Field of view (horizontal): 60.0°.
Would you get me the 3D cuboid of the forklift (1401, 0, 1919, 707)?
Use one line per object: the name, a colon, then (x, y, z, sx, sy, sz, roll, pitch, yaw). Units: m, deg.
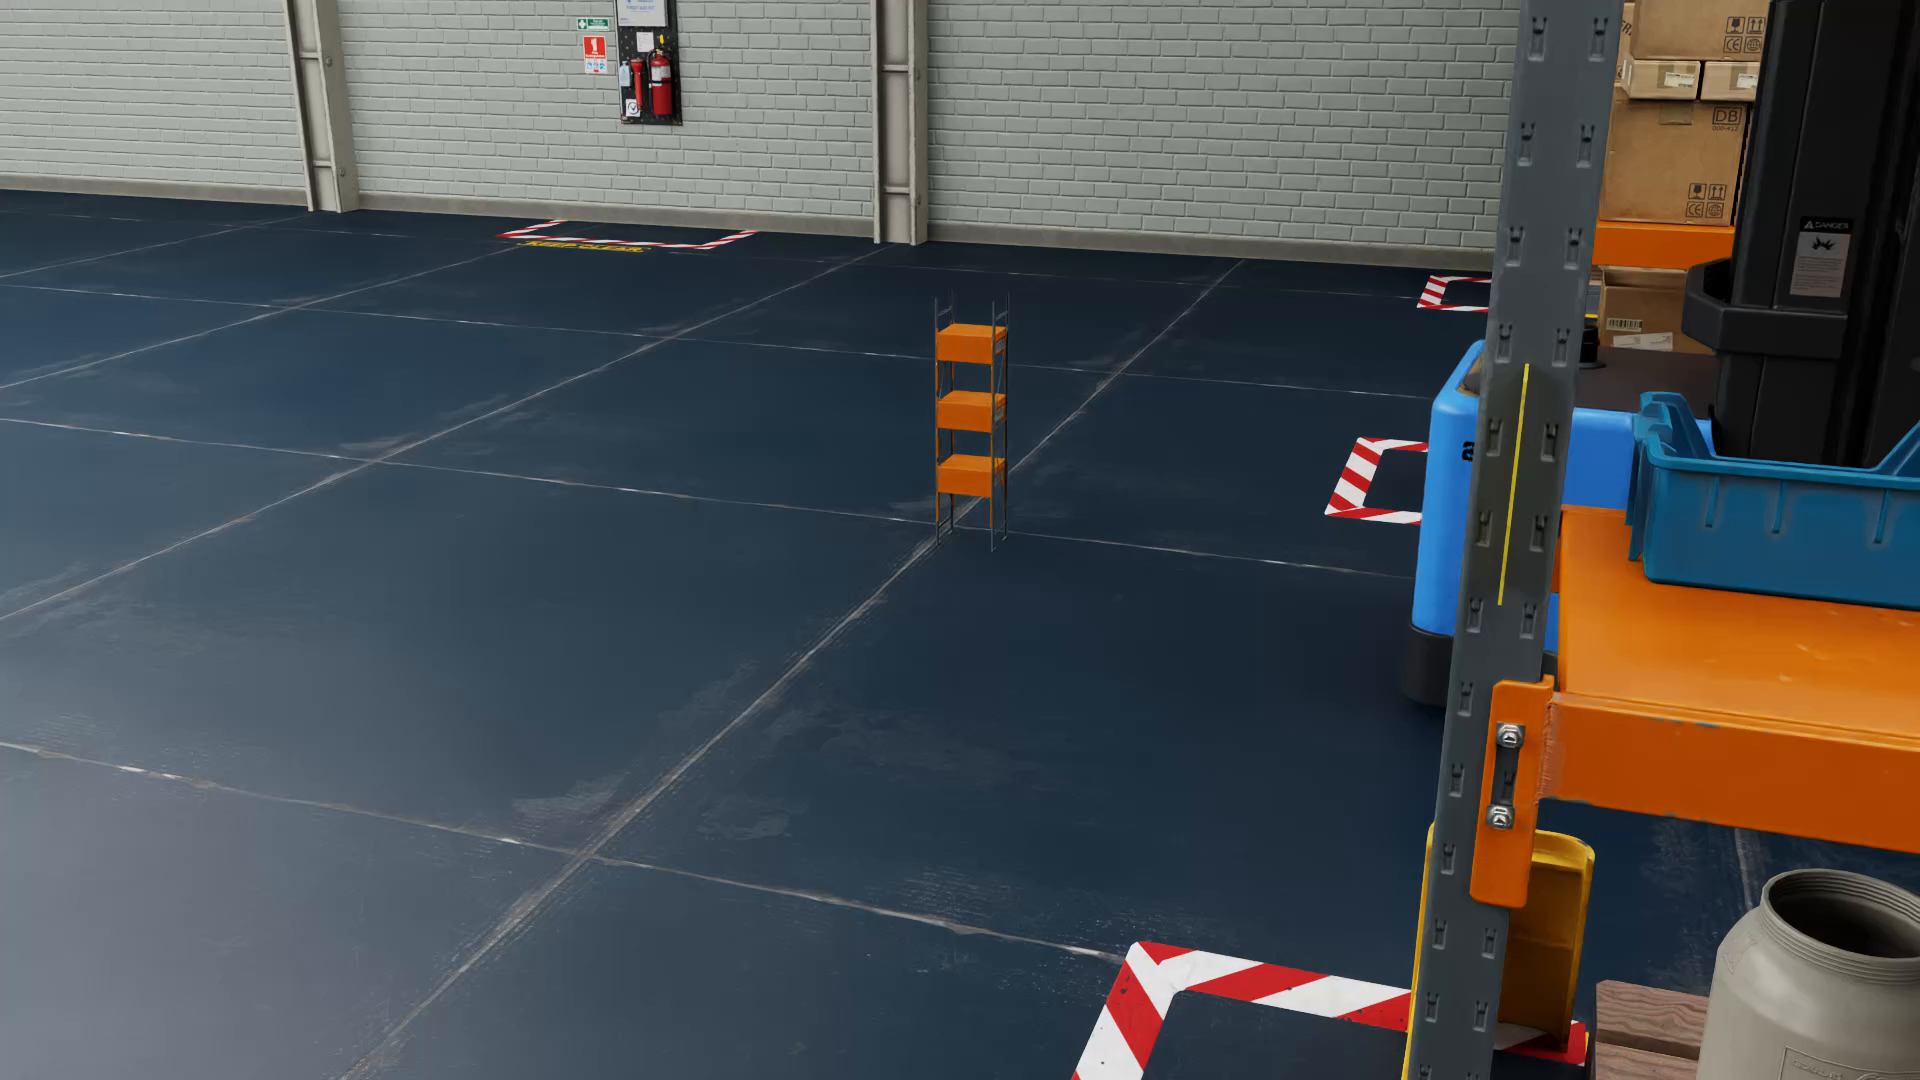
forklift: (3.008, -0.760, 4.803, 3.031, 2.935, 1.130, 8, 21, 22)

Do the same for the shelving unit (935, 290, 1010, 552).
shelving unit: (0.051, -0.490, 6.887, 0.252, 1.050, 0.215, 7, 20, 18)

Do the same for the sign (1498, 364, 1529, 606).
sign: (0.771, -0.076, 2.316, 0.005, 0.325, 0.100, 7, 20, 18)

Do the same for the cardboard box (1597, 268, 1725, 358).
cardboard box: (3.189, -0.944, 7.627, 0.500, 0.500, 0.500, 7, 20, 18)

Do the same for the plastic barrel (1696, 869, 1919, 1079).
plastic barrel: (1.602, 0.908, 3.056, 0.421, 0.512, 0.421, 0, 19, 0)

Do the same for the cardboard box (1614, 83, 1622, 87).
cardboard box: (4.563, -2.983, 11.275, 0.500, 0.250, 0.500, 6, 20, 16)

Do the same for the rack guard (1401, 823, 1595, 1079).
rack guard: (1.042, 1.058, 3.281, 0.348, 0.500, 1.175, 7, 20, 18)

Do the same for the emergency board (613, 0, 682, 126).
emergency board: (-2.838, -4.316, 14.902, 0.643, 1.169, 0.194, 7, 20, 18)

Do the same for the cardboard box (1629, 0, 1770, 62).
cardboard box: (3.071, -2.255, 6.866, 0.500, 0.500, 0.700, 7, 20, 18)

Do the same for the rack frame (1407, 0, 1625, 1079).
rack frame: (0.955, -0.116, 2.851, 0.127, 3.000, 1.000, 7, 20, 18)

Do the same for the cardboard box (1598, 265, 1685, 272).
cardboard box: (4.830, -2.031, 11.763, 0.500, 0.311, 0.500, 4, 20, 12)

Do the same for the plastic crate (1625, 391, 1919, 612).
plastic crate: (1.526, -0.084, 2.987, 0.616, 0.251, 0.499, 7, 20, 18)

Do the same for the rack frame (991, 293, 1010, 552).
rack frame: (0.166, -0.477, 6.849, 0.008, 1.050, 0.200, 7, 20, 18)

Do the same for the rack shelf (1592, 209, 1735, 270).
rack shelf: (4.474, -1.100, 6.767, 4.000, 0.370, 1.077, 7, 20, 18)

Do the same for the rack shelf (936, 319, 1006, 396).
rack shelf: (0.051, -0.748, 6.797, 0.240, 0.259, 0.215, 7, 20, 18)

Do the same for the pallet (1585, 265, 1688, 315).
pallet: (5.034, -1.772, 11.840, 1.213, 0.211, 1.003, 7, 20, 18)

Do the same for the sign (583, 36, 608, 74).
sign: (-3.326, -4.425, 15.159, 0.234, 0.329, 0.001, 7, 20, 18)

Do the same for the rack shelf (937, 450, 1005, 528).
rack shelf: (0.051, -0.218, 6.982, 0.240, 0.259, 0.215, 7, 20, 18)

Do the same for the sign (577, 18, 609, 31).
sign: (-3.325, -4.672, 15.062, 0.331, 0.109, 0.001, 7, 20, 18)

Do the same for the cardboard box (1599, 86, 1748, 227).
cardboard box: (3.021, -1.648, 7.096, 0.500, 0.500, 0.700, 7, 20, 18)

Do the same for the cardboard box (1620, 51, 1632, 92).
cardboard box: (3.008, -2.027, 7.196, 0.250, 0.149, 0.380, 6, 20, 17)

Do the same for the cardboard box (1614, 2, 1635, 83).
cardboard box: (4.559, -3.344, 11.170, 0.500, 0.500, 0.500, 7, 20, 18)

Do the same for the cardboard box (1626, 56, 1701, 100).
cardboard box: (2.884, -1.900, 6.831, 0.250, 0.149, 0.380, 6, 20, 18)

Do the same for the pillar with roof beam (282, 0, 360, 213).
pillar with roof beam: (-7.597, -6.180, 11.134, 0.400, 9.000, 9.100, 7, 20, 18)

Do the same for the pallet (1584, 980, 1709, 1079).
pallet: (1.808, 1.284, 3.072, 1.213, 0.211, 1.003, 7, 20, 18)

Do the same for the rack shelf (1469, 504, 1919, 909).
rack shelf: (2.844, 0.440, 2.350, 4.000, 0.370, 1.077, 7, 20, 18)

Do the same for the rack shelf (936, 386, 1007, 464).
rack shelf: (0.051, -0.480, 6.890, 0.240, 0.259, 0.215, 7, 20, 18)

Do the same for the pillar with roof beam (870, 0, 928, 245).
pillar with roof beam: (-1.929, -5.532, 9.274, 0.400, 9.000, 9.100, 7, 20, 18)

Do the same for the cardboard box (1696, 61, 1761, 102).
cardboard box: (3.135, -1.872, 6.752, 0.250, 0.149, 0.380, 6, 20, 17)

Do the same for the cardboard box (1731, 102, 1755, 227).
cardboard box: (3.519, -1.593, 6.937, 0.500, 0.500, 0.700, 7, 20, 19)

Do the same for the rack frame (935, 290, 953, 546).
rack frame: (-0.065, -0.503, 6.925, 0.008, 1.050, 0.200, 7, 20, 18)

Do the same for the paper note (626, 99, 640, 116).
paper note: (-2.983, -3.941, 15.163, 0.142, 0.148, 0.016, 7, 20, 18)
